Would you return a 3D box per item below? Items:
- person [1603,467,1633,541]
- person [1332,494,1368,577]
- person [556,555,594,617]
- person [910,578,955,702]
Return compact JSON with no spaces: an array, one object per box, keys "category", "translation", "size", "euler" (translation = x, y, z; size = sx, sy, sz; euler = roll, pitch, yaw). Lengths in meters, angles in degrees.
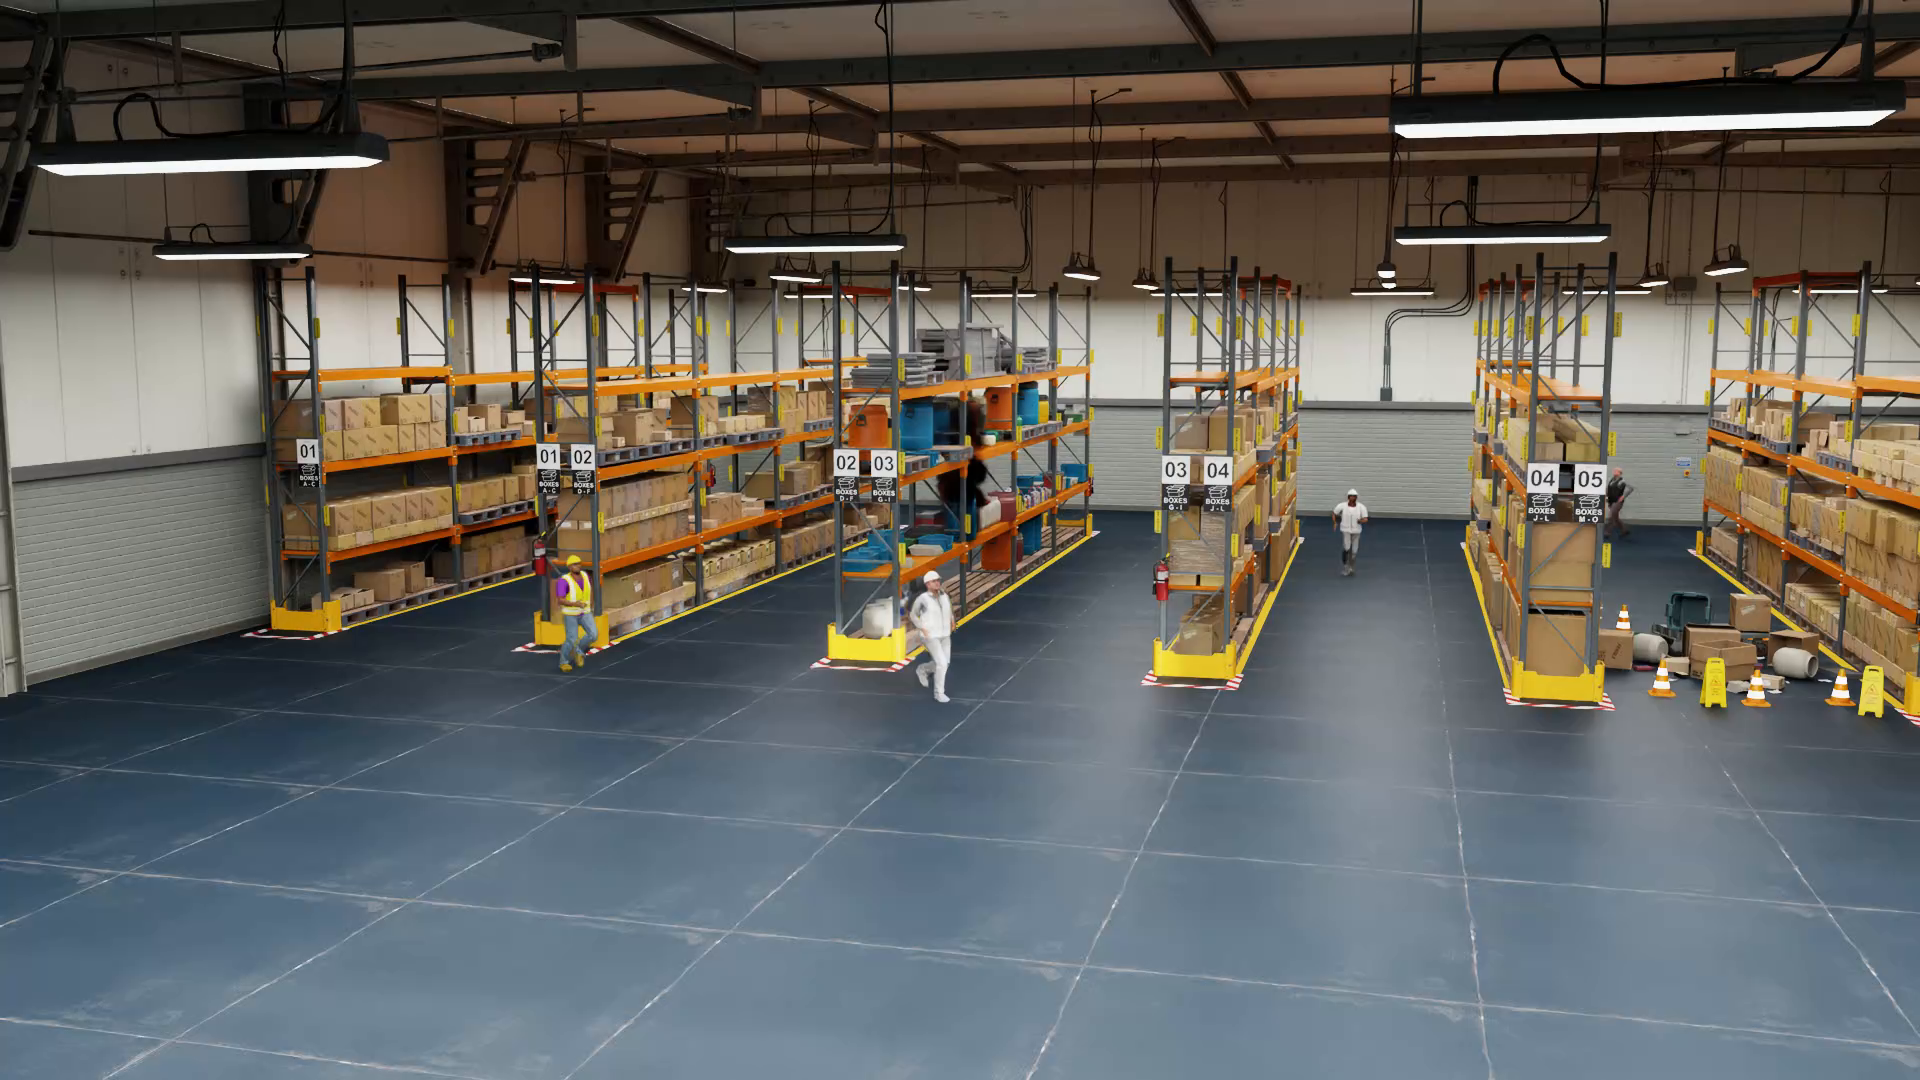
[{"category":"person","translation":[15.449,-0.849,39.215],"size":[0.881,1.738,0.651],"euler":[-1,7,-8]},{"category":"person","translation":[7.916,-0.120,33.700],"size":[0.672,1.746,0.720],"euler":[0,7,4]},{"category":"person","translation":[-5.518,0.658,24.153],"size":[0.726,0.888,0.681],"euler":[-7,10,-44]},{"category":"person","translation":[-0.363,1.314,22.599],"size":[0.658,1.710,0.708],"euler":[-6,9,-39]}]
